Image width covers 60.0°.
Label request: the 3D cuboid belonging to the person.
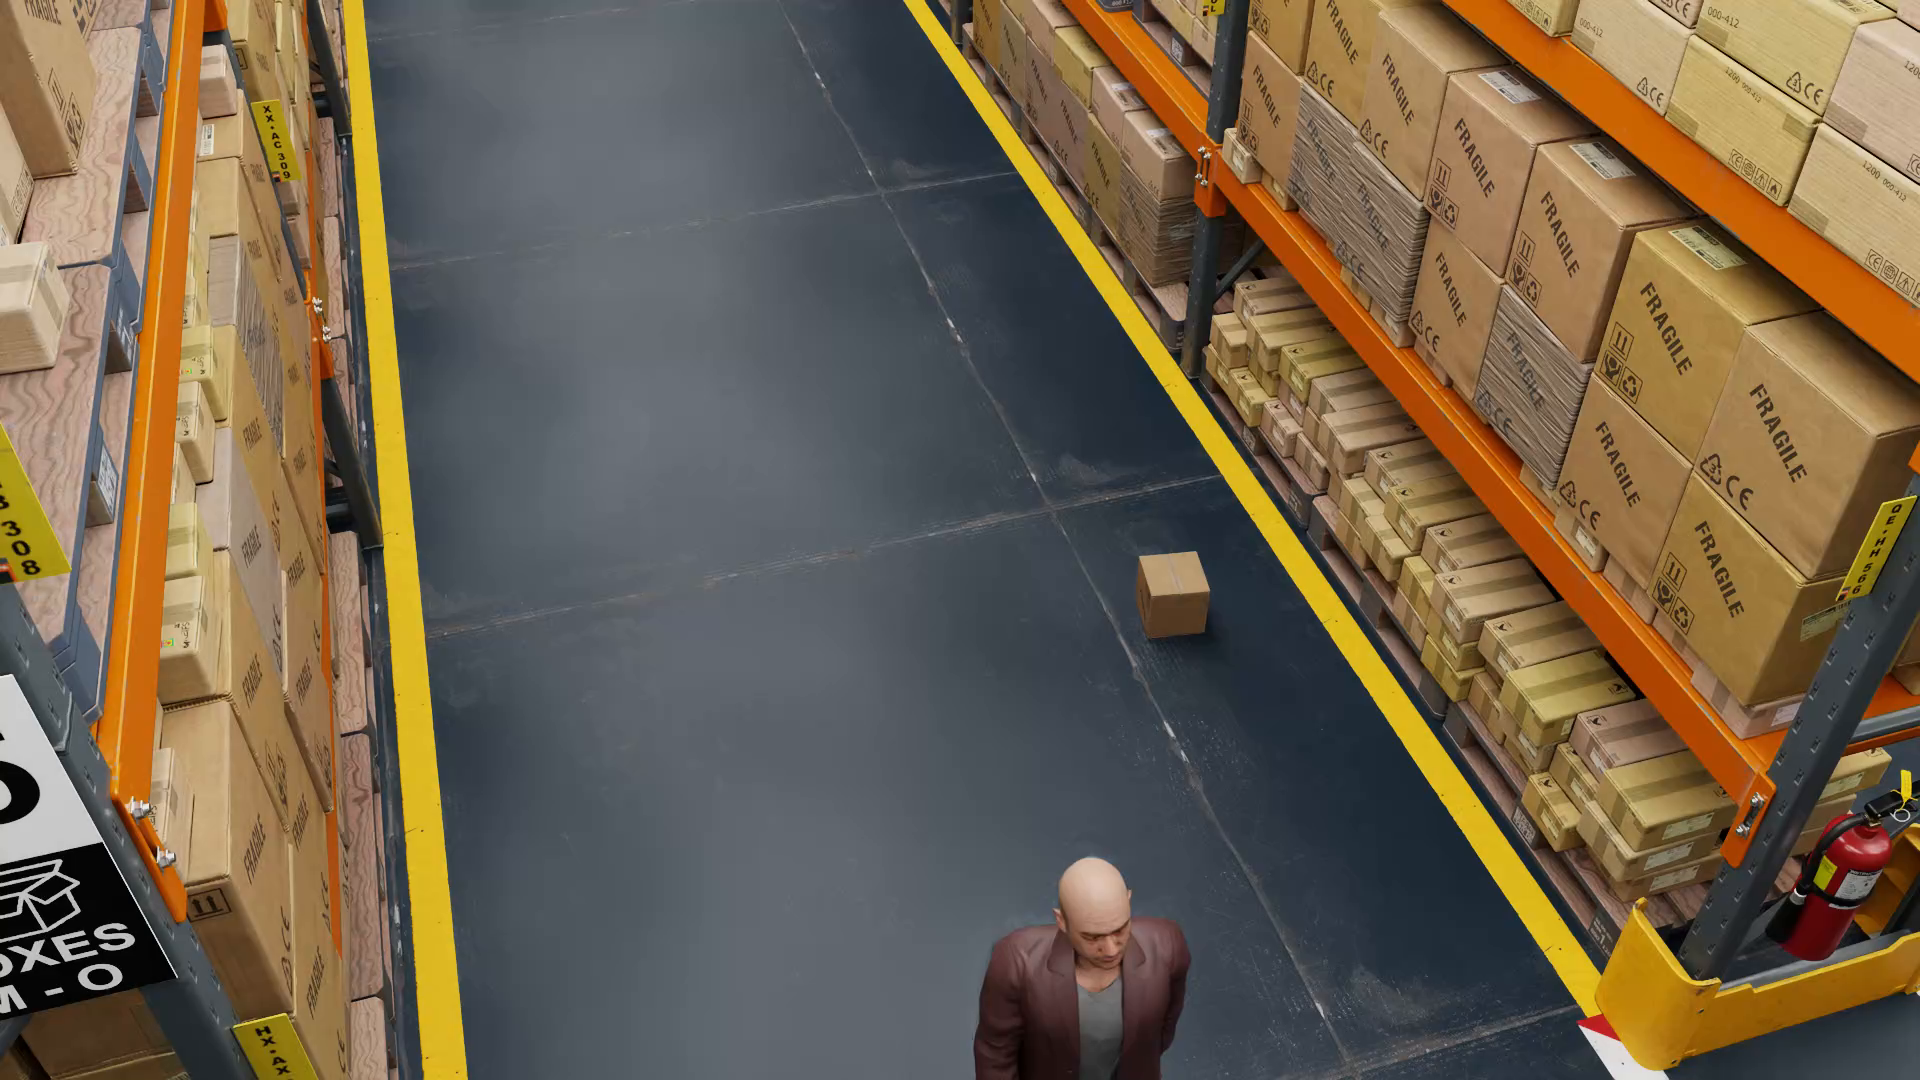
[{"bbox_3d":[0.320,1.549,4.409,0.571,1.733,1.022,-1,42,-1],"label":"person"}]
